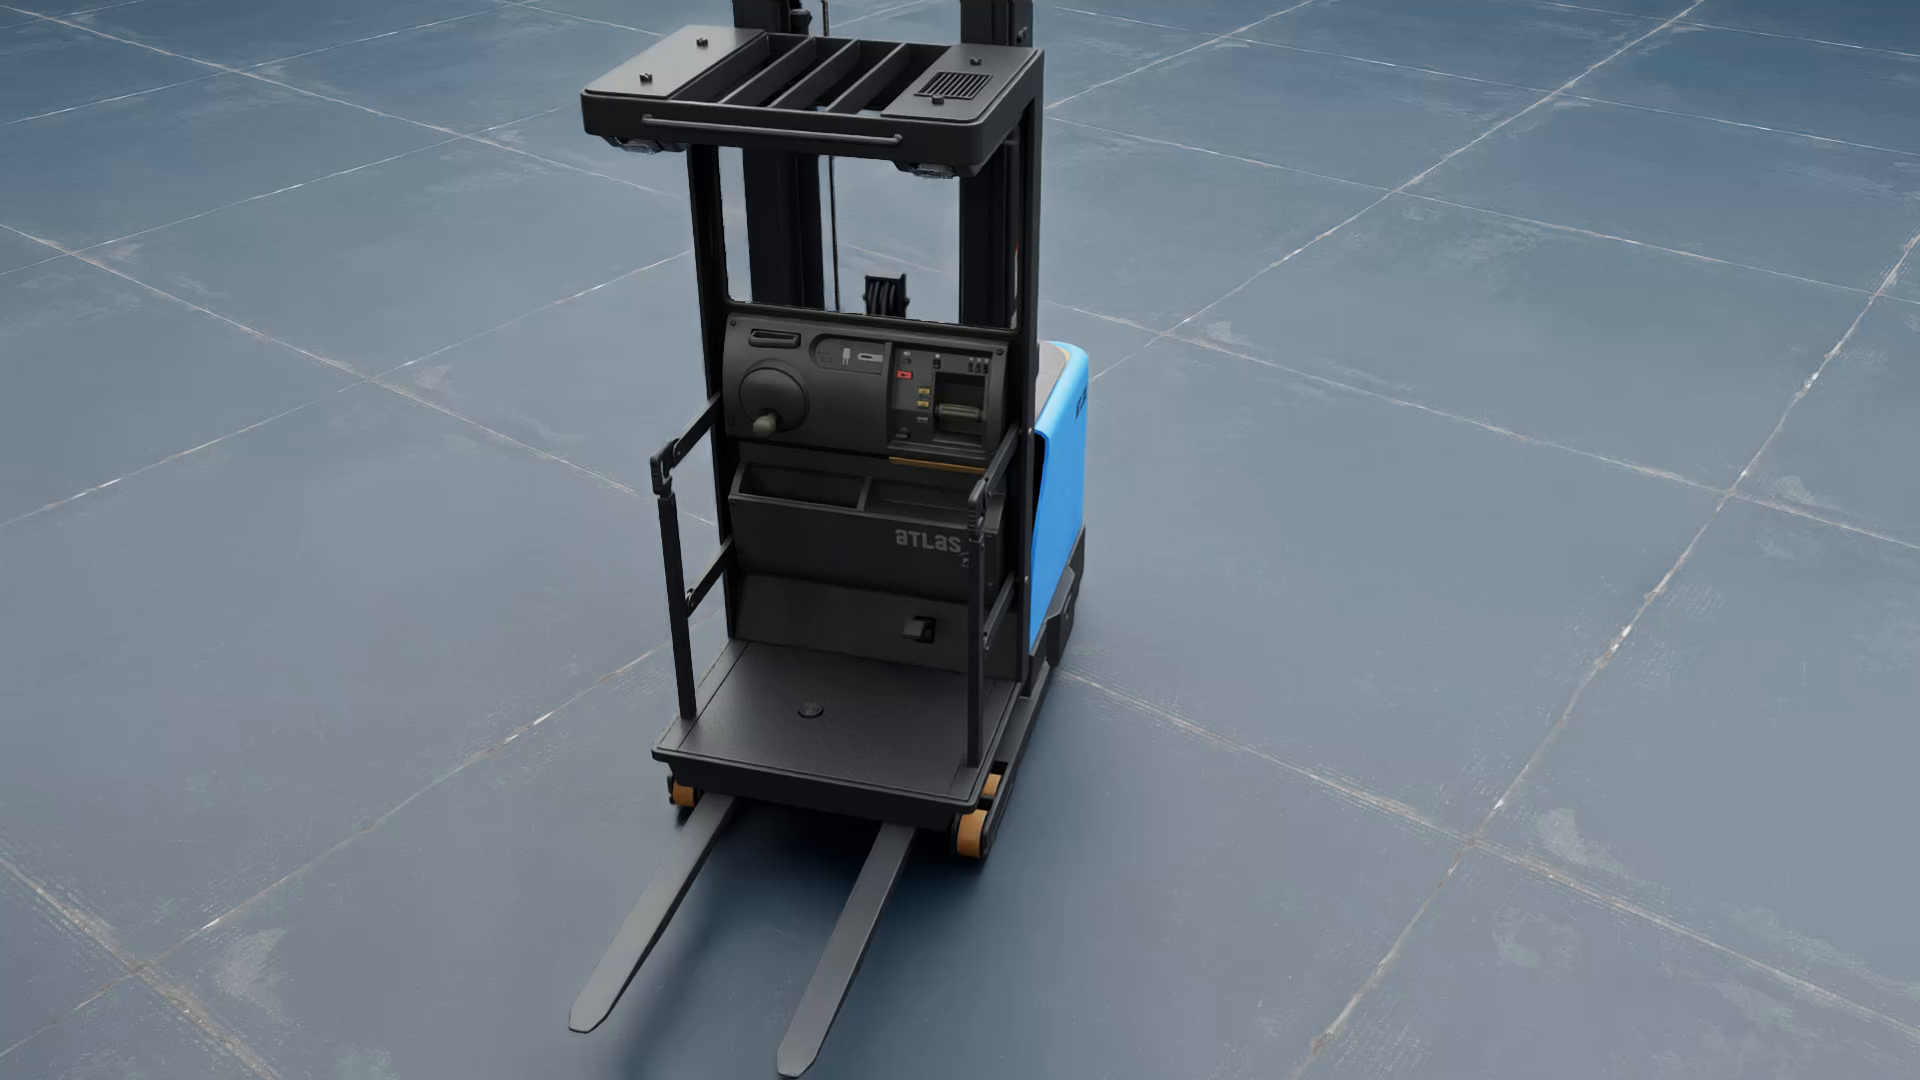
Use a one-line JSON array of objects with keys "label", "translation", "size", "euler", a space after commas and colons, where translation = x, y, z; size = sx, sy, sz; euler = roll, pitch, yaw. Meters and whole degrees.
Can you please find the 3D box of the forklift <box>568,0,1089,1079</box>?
[{"label": "forklift", "translation": [-0.362, -0.433, 5.105], "size": [1.130, 2.935, 3.031], "euler": [8, 32, 13]}]
